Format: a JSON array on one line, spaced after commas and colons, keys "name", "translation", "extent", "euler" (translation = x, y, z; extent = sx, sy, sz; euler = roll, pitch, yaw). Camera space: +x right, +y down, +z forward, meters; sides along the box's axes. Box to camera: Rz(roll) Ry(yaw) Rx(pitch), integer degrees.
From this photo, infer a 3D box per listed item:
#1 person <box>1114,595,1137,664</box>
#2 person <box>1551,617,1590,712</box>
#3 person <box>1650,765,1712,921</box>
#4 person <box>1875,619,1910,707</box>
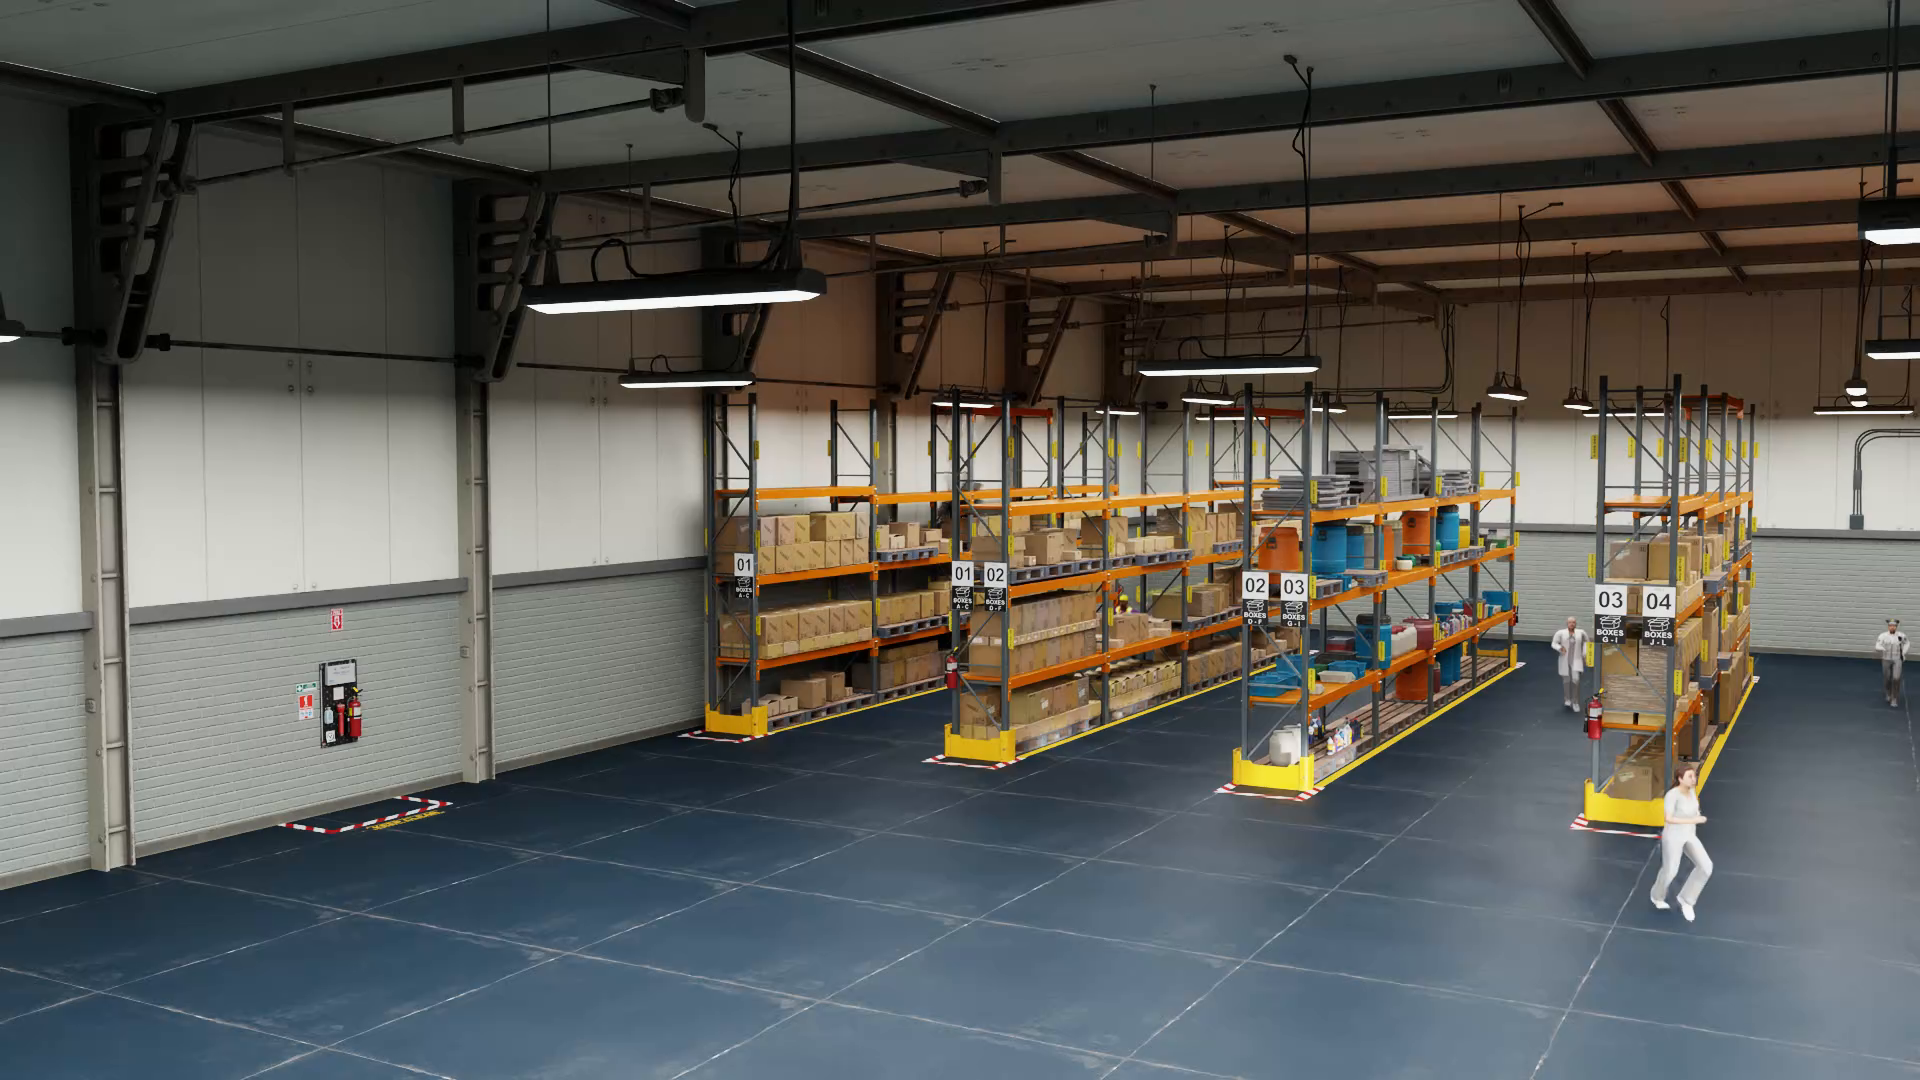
[{"name": "person", "translation": [3.655, 2.092, 36.908], "extent": [0.697, 1.759, 0.988], "euler": [2, 3, 27]}, {"name": "person", "translation": [11.758, 2.393, 32.059], "extent": [0.689, 1.827, 0.833], "euler": [1, 3, 21]}, {"name": "person", "translation": [7.686, 3.206, 17.760], "extent": [0.589, 1.660, 0.801], "euler": [-1, 3, -22]}, {"name": "person", "translation": [18.327, 2.399, 32.710], "extent": [0.570, 1.739, 0.830], "euler": [2, 4, 34]}]
